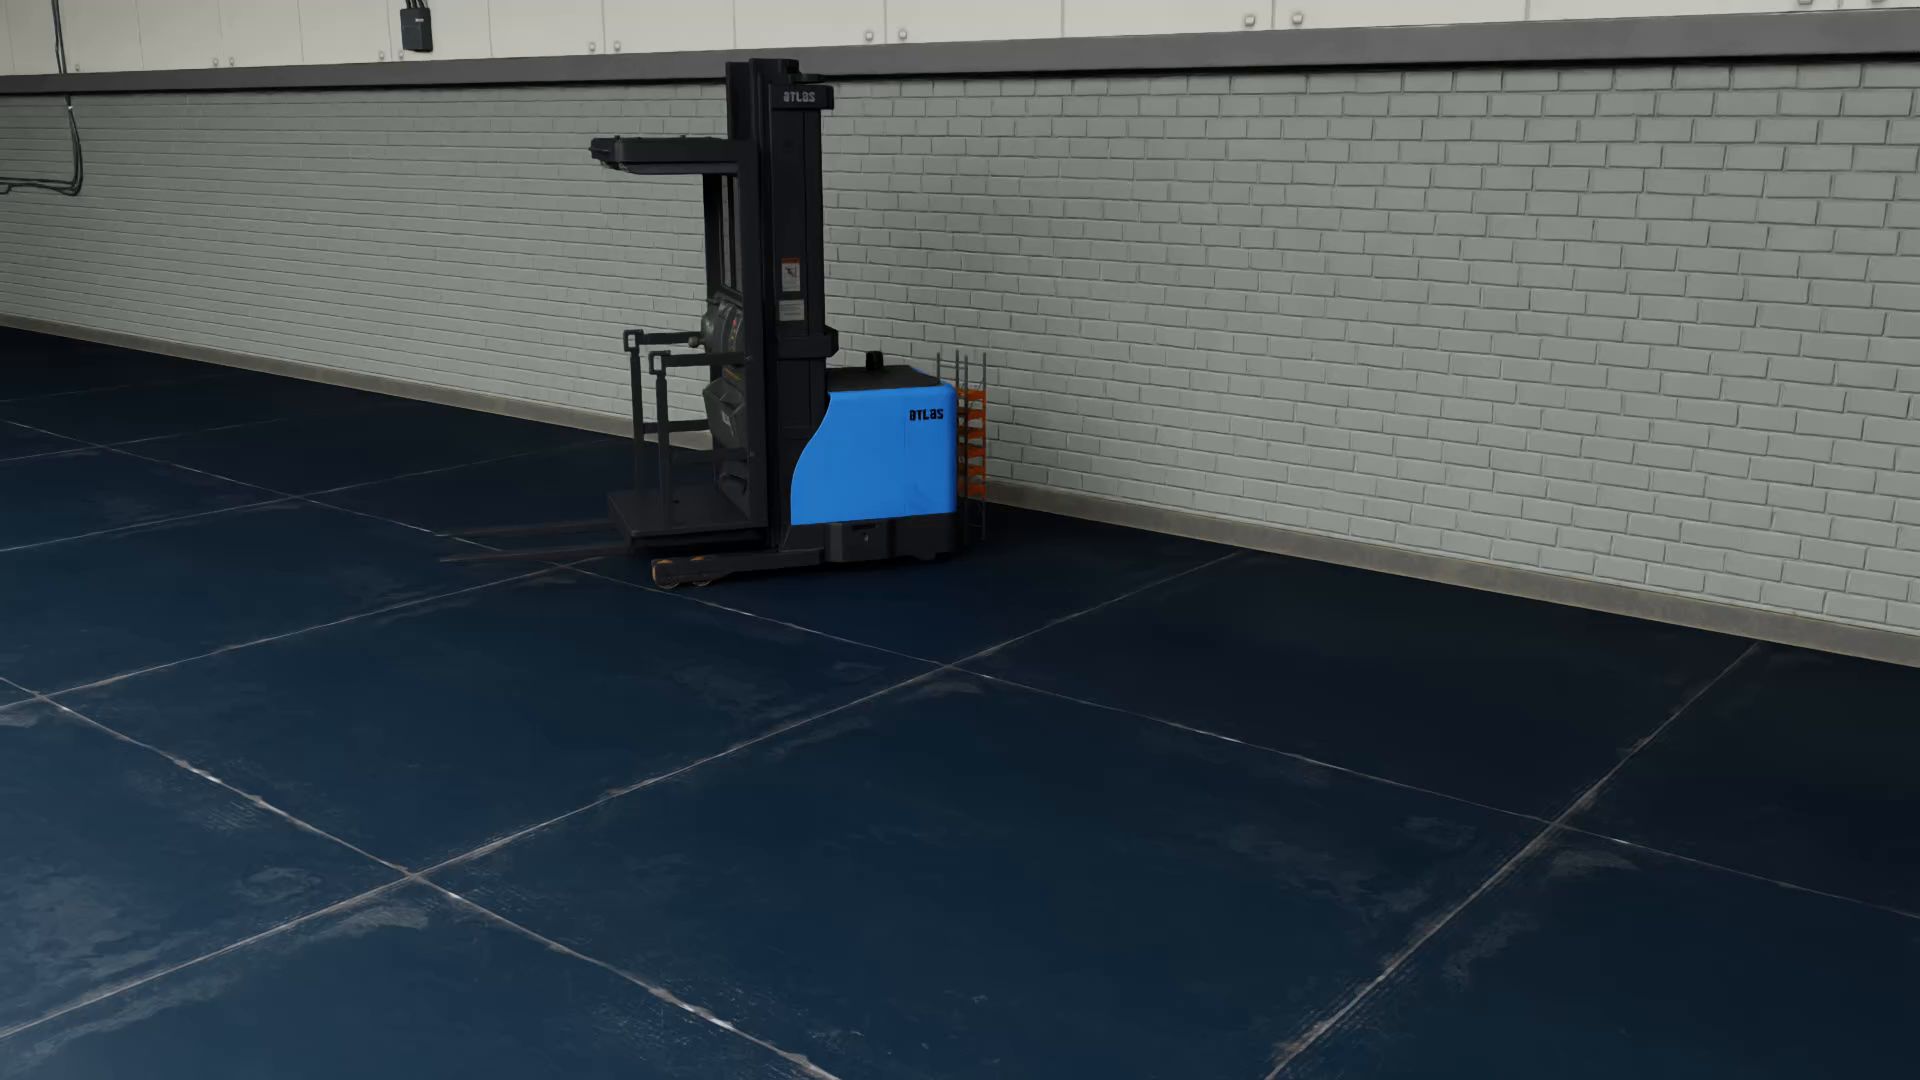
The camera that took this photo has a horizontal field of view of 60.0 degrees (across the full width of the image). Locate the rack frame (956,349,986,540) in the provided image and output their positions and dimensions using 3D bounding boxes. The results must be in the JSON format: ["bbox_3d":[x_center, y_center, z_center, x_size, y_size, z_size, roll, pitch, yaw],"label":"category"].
[{"bbox_3d":[0.067,-0.602,10.555,0.240,1.200,0.006,11,18,38],"label":"rack frame"}]

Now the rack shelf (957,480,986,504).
[{"bbox_3d":[0.009,-0.309,10.556,0.258,0.103,0.180,11,18,38],"label":"rack shelf"}]

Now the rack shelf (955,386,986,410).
[{"bbox_3d":[0.009,-0.890,10.408,0.258,0.103,0.180,11,18,38],"label":"rack shelf"}]

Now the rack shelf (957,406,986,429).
[{"bbox_3d":[0.009,-0.774,10.438,0.258,0.103,0.180,11,18,38],"label":"rack shelf"}]

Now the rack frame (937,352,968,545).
[{"bbox_3d":[-0.048,-0.567,10.417,0.240,1.200,0.006,11,18,38],"label":"rack frame"}]

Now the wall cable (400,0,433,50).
[{"bbox_3d":[-4.056,-7.111,13.432,2.305,6.003,0.169,11,18,38],"label":"wall cable"}]

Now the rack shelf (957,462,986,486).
[{"bbox_3d":[0.009,-0.425,10.527,0.258,0.103,0.180,11,18,38],"label":"rack shelf"}]

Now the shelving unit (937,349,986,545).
[{"bbox_3d":[0.009,-0.584,10.486,0.258,1.200,0.189,11,18,38],"label":"shelving unit"}]

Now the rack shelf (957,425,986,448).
[{"bbox_3d":[0.009,-0.658,10.468,0.258,0.103,0.180,11,18,38],"label":"rack shelf"}]

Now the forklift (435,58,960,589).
[{"bbox_3d":[-1.577,-1.287,9.735,3.031,2.935,1.130,-5,15,-18],"label":"forklift"}]

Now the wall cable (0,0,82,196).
[{"bbox_3d":[-11.430,-5.430,20.028,3.097,2.526,0.112,11,18,38],"label":"wall cable"}]

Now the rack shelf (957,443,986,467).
[{"bbox_3d":[0.009,-0.541,10.497,0.258,0.103,0.180,11,18,38],"label":"rack shelf"}]
